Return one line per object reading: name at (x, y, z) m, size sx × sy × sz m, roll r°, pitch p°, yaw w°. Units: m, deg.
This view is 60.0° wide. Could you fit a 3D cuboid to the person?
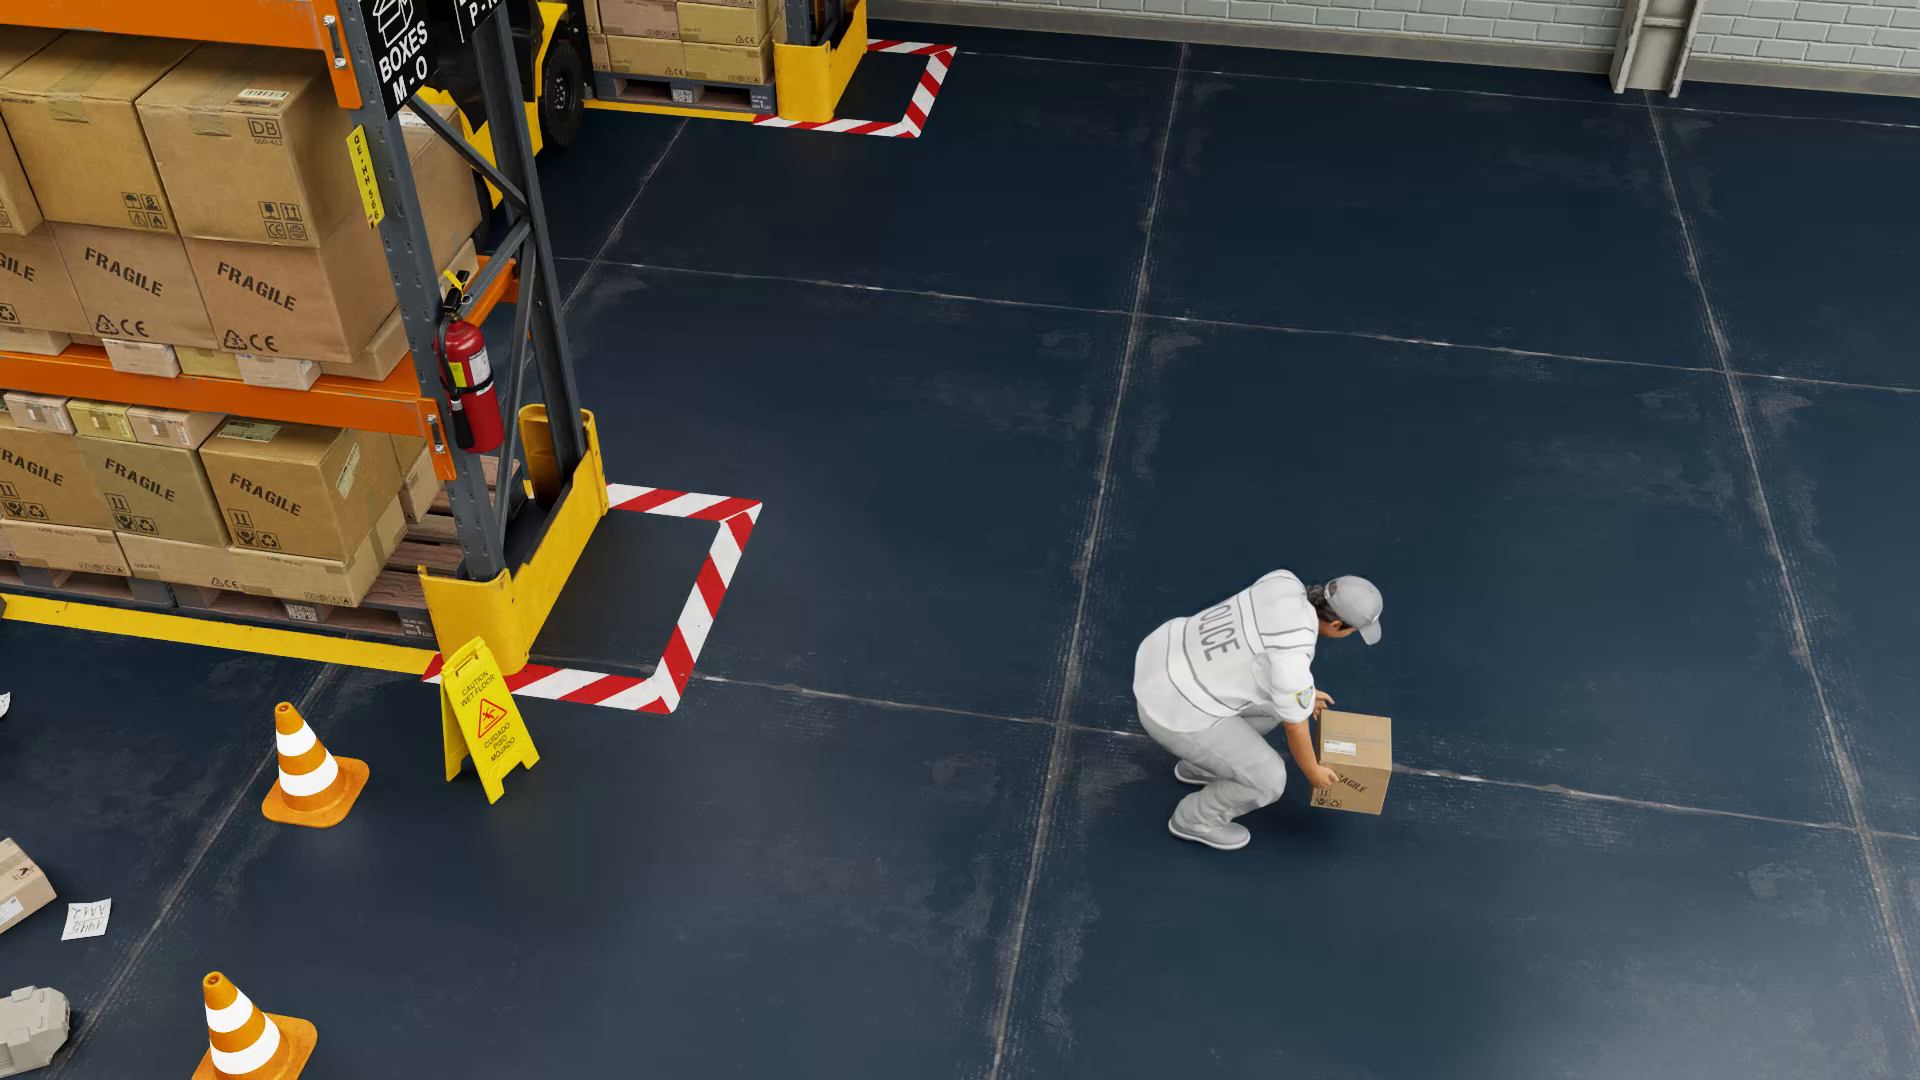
person at (1.023, 0.556, 5.905) m, size 0.817 × 1.158 × 0.541 m, roll 7°, pitch 41°, yaw 8°
